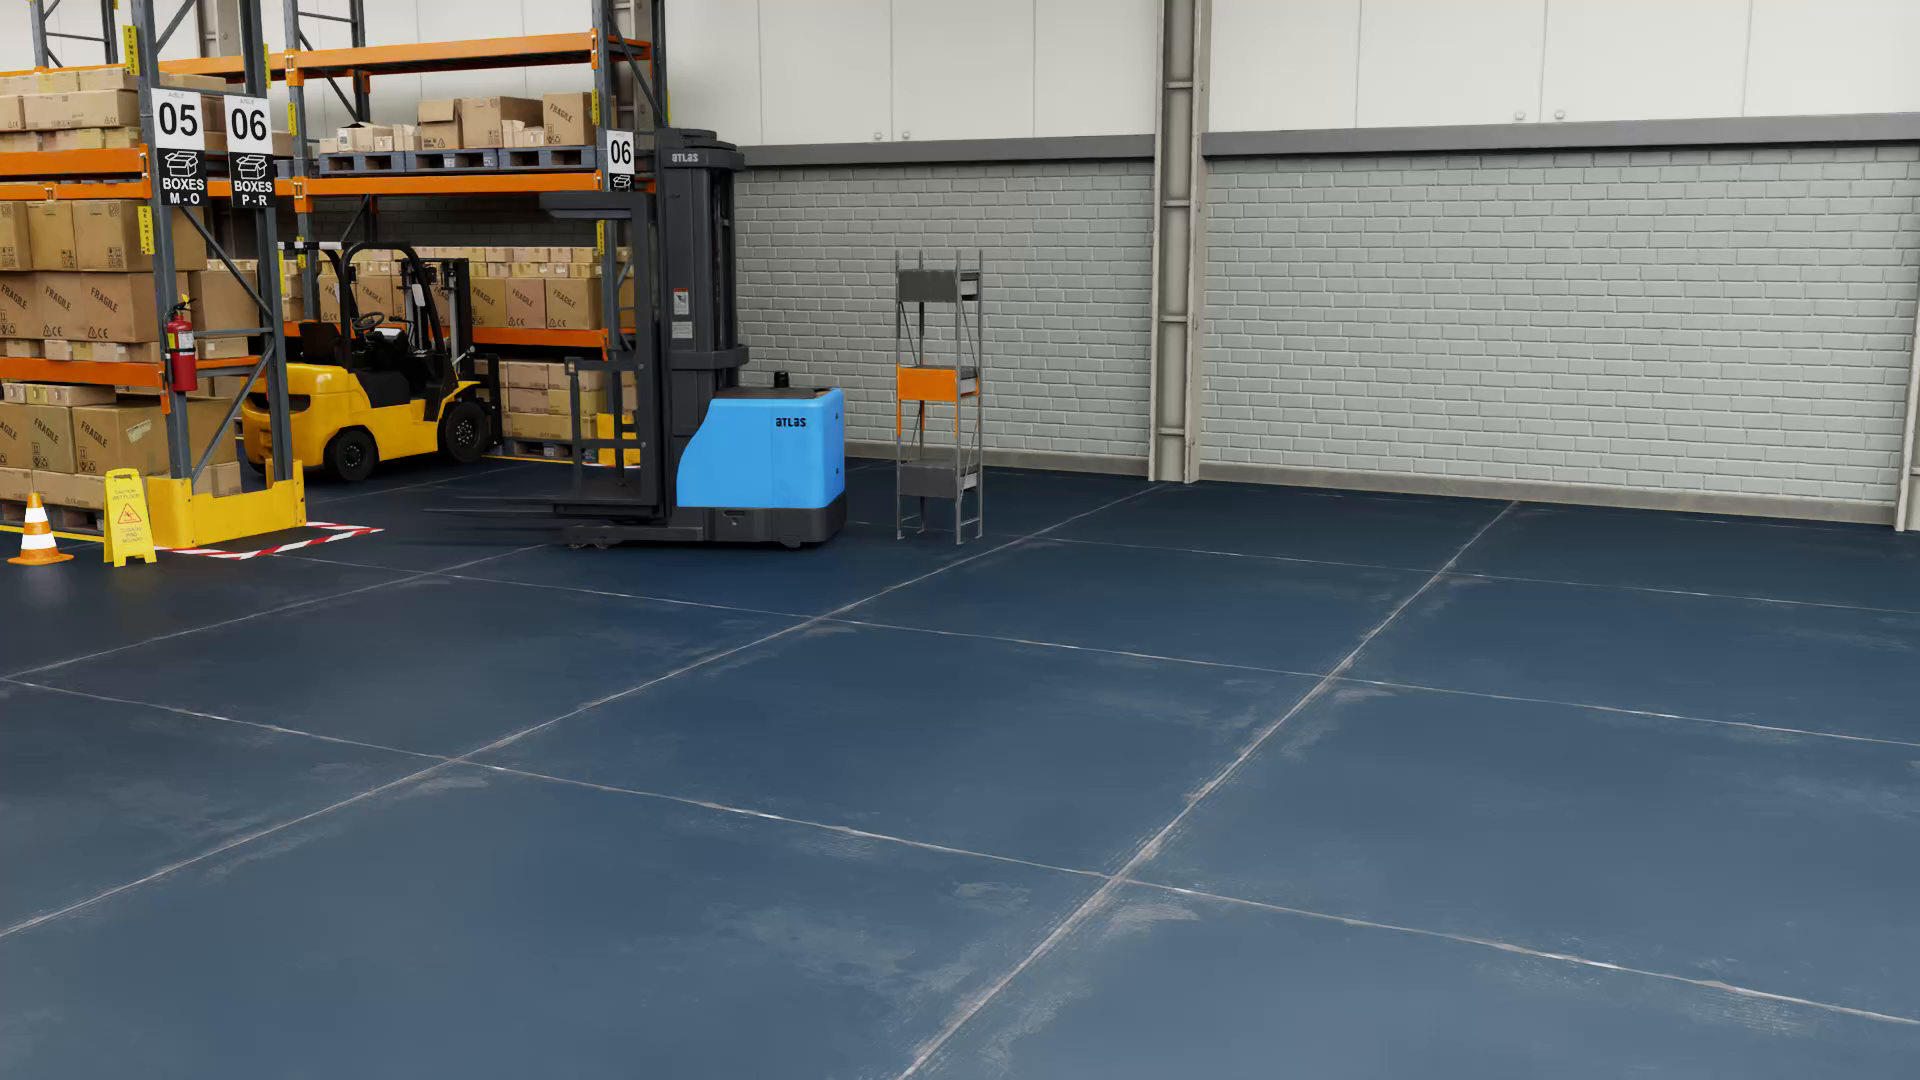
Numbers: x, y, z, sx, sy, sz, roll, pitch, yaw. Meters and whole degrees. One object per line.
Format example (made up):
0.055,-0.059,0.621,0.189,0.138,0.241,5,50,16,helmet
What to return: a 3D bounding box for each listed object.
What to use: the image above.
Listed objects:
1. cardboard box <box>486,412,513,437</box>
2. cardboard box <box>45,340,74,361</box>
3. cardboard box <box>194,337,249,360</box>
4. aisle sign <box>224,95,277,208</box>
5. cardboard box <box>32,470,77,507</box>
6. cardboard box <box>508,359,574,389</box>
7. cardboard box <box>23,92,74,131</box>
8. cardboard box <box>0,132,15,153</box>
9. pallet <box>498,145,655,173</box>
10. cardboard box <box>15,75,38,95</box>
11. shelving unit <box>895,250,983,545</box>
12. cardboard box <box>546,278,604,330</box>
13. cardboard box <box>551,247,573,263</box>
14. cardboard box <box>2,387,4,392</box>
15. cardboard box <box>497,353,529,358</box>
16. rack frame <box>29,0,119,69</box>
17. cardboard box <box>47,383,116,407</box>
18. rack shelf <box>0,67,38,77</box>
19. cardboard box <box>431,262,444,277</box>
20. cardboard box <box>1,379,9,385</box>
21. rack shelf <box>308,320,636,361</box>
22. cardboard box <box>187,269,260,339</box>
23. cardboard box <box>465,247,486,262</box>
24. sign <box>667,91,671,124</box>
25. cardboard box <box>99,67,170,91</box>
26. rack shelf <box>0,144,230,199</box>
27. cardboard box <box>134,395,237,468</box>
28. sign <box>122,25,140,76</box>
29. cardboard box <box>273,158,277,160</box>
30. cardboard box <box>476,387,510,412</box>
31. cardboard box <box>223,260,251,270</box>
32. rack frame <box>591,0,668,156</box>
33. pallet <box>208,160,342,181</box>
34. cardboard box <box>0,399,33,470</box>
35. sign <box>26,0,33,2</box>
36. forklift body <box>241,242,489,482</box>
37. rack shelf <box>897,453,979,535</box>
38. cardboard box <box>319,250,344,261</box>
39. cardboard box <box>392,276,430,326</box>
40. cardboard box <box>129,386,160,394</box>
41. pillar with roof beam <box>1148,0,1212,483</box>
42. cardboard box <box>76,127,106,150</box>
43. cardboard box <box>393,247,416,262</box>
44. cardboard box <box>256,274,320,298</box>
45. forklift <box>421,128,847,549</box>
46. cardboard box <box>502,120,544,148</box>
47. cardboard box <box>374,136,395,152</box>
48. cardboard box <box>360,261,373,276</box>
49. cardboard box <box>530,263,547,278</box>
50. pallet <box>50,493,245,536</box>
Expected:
-4.636,-1.225,17.116,0.500,0.250,0.500,5,11,26,cardboard box
-6.553,-1.423,12.375,0.250,0.149,0.380,5,12,27,cardboard box
-5.595,-1.446,12.503,0.250,0.149,0.380,5,11,26,cardboard box
-5.189,-2.834,12.165,0.004,0.787,0.394,5,11,26,aisle sign
-6.687,-0.426,12.705,0.500,0.250,0.500,5,11,26,cardboard box
-4.200,-1.674,16.793,0.500,0.250,0.500,5,12,27,cardboard box
-6.405,-3.098,12.087,0.500,0.250,0.500,5,11,25,cardboard box
-6.961,-2.951,12.396,0.250,0.149,0.380,5,11,24,cardboard box
-3.811,-3.795,16.604,1.213,0.211,1.003,5,11,26,pallet
-6.688,-3.326,12.231,0.250,0.149,0.380,5,11,26,cardboard box
-0.148,-1.046,12.115,0.503,2.100,0.431,5,11,26,shelving unit
-3.746,-2.349,16.506,0.500,0.500,0.500,5,11,25,cardboard box
-3.838,-2.827,16.489,0.250,0.149,0.380,5,11,26,cardboard box
-7.863,-1.004,13.792,0.500,0.500,0.500,5,12,27,cardboard box
-4.886,-1.838,17.698,0.500,0.250,0.500,5,11,25,cardboard box
-10.363,-5.885,19.481,0.127,3.000,1.000,5,11,26,rack frame
-6.574,-1.091,12.452,0.250,0.149,0.380,5,12,27,cardboard box
-12.157,-5.492,20.451,4.000,0.370,1.077,5,11,26,rack shelf
-5.229,-2.794,17.145,0.250,0.149,0.380,5,11,25,cardboard box
-11.752,-1.991,20.648,0.500,0.500,0.500,6,12,28,cardboard box
-4.982,-2.107,17.467,4.000,0.370,1.077,5,11,26,rack shelf
-5.684,-1.787,12.566,0.500,0.500,0.500,5,11,25,cardboard box
-4.792,-2.897,16.876,0.250,0.149,0.380,5,12,27,cardboard box
-2.938,-4.336,16.667,0.005,0.325,0.100,5,11,26,sign
-5.816,-3.234,11.721,0.250,0.149,0.380,5,11,26,cardboard box
-7.175,-2.790,12.818,4.000,0.370,1.077,5,11,26,rack shelf
-6.004,-0.842,12.896,0.500,0.500,0.500,5,11,24,cardboard box
-5.645,-3.335,11.323,0.005,0.325,0.100,5,11,26,sign
-7.728,-4.325,18.529,0.250,0.149,0.380,5,11,26,cardboard box
-4.681,-1.470,17.065,0.500,0.250,0.500,5,11,25,cardboard box
-7.911,-3.023,18.407,0.250,0.149,0.380,5,11,24,cardboard box
-3.189,-5.255,15.998,0.127,3.000,1.000,5,11,26,rack frame
-7.573,-4.067,18.396,1.217,0.209,0.805,5,11,24,pallet
-7.135,-0.835,12.860,0.500,0.500,0.500,5,11,24,cardboard box
-10.594,-6.297,18.908,0.005,0.325,0.100,5,11,26,sign
-5.697,-1.743,15.823,1.214,2.155,2.313,5,11,26,forklift body
-0.148,-0.344,12.242,0.480,0.518,0.431,5,11,26,rack shelf
-6.621,-3.060,17.780,0.250,0.149,0.380,5,12,27,cardboard box
-5.564,-2.513,17.410,0.500,0.500,0.500,5,11,25,cardboard box
-9.220,-1.870,19.628,0.625,0.625,0.875,5,12,28,cardboard box
0.061,-4.293,10.685,0.400,9.000,9.100,5,11,26,pillar with roof beam
-6.063,-2.860,11.893,0.250,0.149,0.380,5,11,26,cardboard box
-5.684,-2.983,17.351,0.250,0.149,0.380,5,11,25,cardboard box
-7.329,-2.788,18.231,0.500,0.250,0.500,5,11,25,cardboard box
-2.408,-1.472,12.136,3.031,2.935,1.130,1,10,5,forklift
-4.294,-4.005,16.434,0.258,0.266,0.396,5,11,26,cardboard box
-5.819,-4.082,17.185,0.250,0.149,0.380,5,12,28,cardboard box
-6.128,-2.883,17.636,0.250,0.149,0.380,5,11,26,cardboard box
-4.072,-2.700,16.621,0.250,0.149,0.380,5,12,27,cardboard box
-6.163,-0.213,12.817,1.213,0.211,1.003,5,11,26,pallet
